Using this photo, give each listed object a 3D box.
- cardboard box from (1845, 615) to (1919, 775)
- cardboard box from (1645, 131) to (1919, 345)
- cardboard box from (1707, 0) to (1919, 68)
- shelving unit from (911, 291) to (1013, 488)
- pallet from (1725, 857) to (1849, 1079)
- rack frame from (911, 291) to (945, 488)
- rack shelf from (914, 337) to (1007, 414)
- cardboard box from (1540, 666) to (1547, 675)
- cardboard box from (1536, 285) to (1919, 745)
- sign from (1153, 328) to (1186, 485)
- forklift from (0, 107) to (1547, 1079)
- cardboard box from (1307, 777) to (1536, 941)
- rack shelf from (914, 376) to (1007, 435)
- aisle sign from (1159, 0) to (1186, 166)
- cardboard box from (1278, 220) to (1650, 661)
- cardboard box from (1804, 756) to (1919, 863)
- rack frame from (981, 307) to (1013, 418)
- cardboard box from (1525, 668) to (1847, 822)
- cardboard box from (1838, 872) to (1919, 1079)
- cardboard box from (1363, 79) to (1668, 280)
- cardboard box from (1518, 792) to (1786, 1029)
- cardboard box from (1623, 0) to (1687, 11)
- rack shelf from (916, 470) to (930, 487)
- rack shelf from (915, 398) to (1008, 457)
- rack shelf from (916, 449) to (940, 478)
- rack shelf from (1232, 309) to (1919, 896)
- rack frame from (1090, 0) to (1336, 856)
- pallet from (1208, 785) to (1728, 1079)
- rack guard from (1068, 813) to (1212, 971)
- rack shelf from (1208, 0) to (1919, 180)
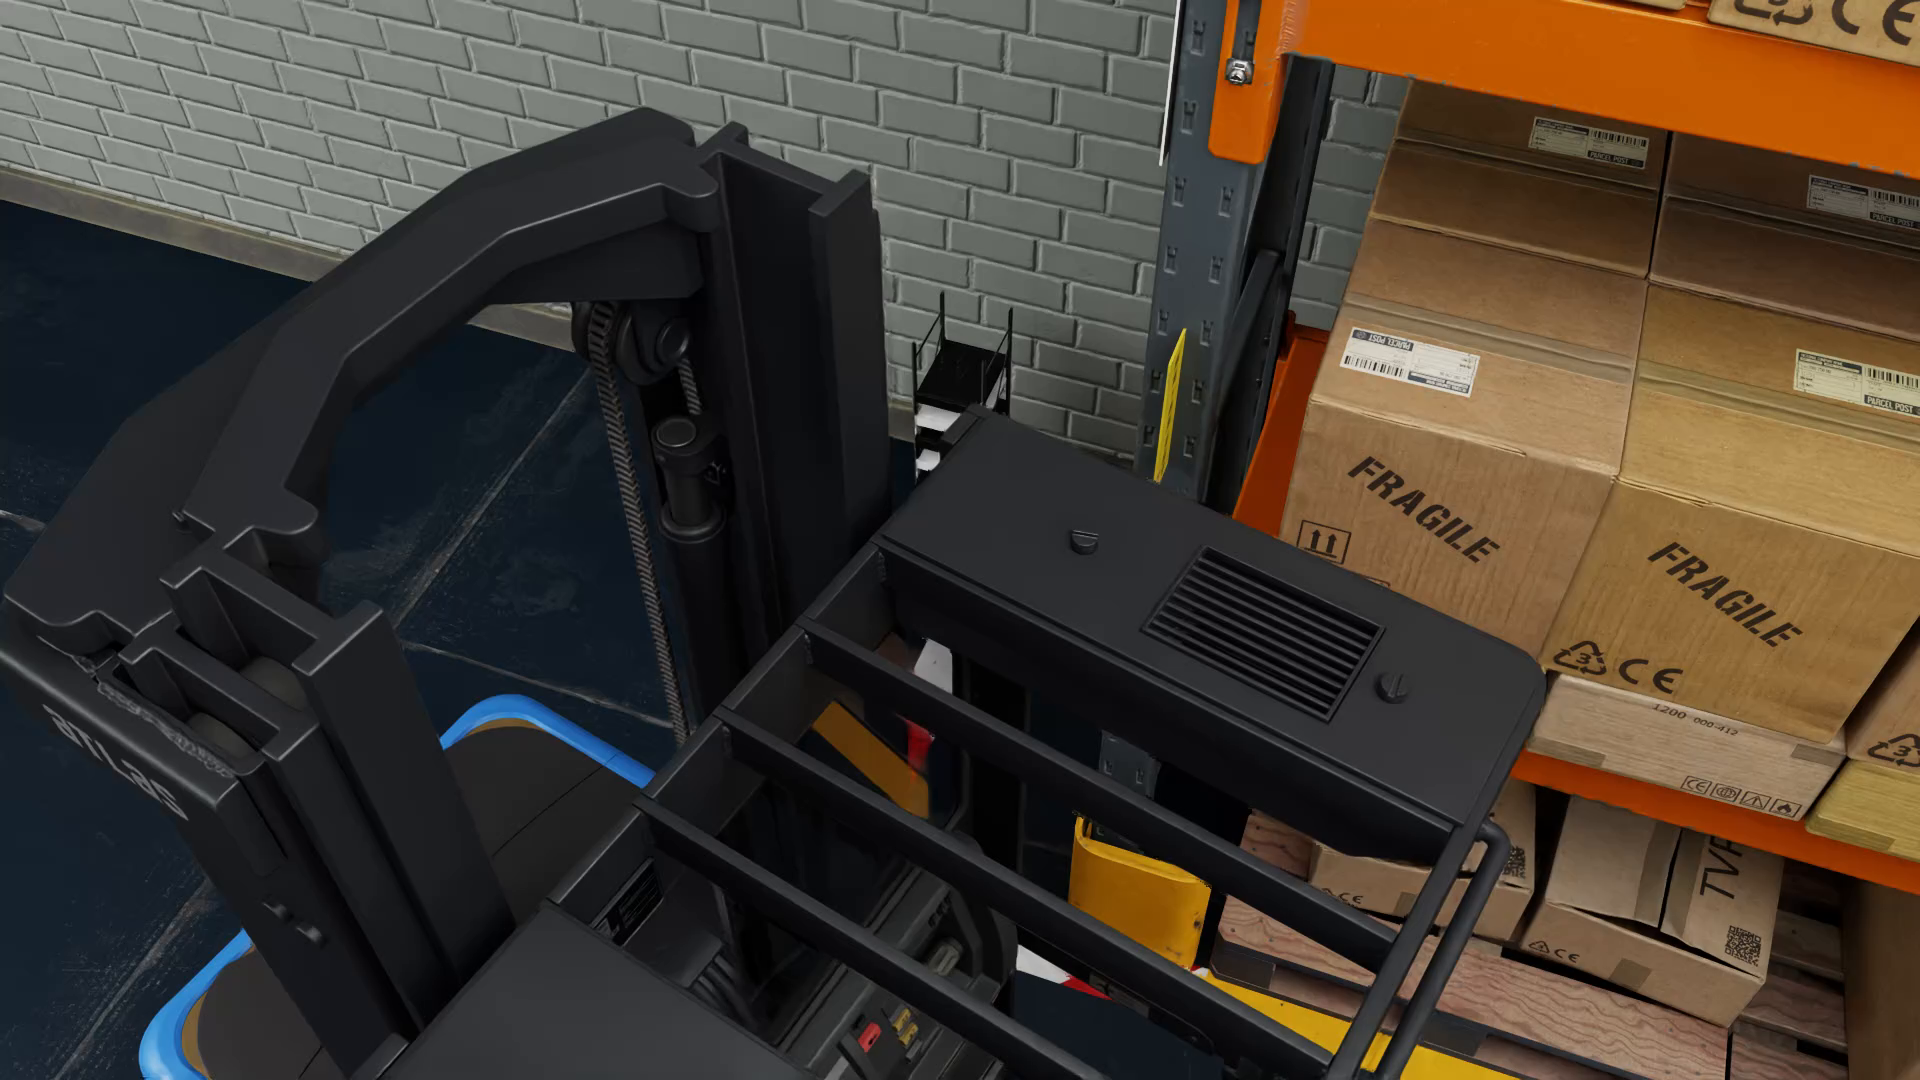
[{"bbox_3d":[1.836,0.093,2.774,0.500,0.500,0.500,14,51,12],"label":"cardboard box"},{"bbox_3d":[1.534,-0.409,3.210,0.500,0.500,0.500,16,51,14],"label":"cardboard box"},{"bbox_3d":[1.268,-0.909,1.988,0.500,0.500,0.500,19,52,16],"label":"cardboard box"},{"bbox_3d":[0.007,-0.293,4.908,0.210,0.900,0.258,16,51,13],"label":"shelving unit"},{"bbox_3d":[2.511,1.174,4.093,1.213,0.211,1.003,16,51,13],"label":"pallet"},{"bbox_3d":[-0.088,-0.319,4.931,0.006,0.900,0.240,16,51,13],"label":"rack frame"},{"bbox_3d":[0.007,-0.448,4.729,0.200,0.077,0.258,16,51,13],"label":"rack shelf"},{"bbox_3d":[0.897,0.078,3.284,0.500,0.250,0.500,14,51,12],"label":"cardboard box"},{"bbox_3d":[1.353,-0.046,2.895,0.500,0.500,0.500,16,51,13],"label":"cardboard box"},{"bbox_3d":[0.361,-0.217,2.880,0.005,0.325,0.100,16,51,13],"label":"sign"},{"bbox_3d":[-0.018,0.964,2.475,3.031,2.935,1.130,26,54,21],"label":"forklift"},{"bbox_3d":[1.167,0.664,4.178,0.500,0.311,0.500,10,50,9],"label":"cardboard box"},{"bbox_3d":[0.007,-0.389,4.797,0.200,0.077,0.258,16,51,13],"label":"rack shelf"},{"bbox_3d":[0.378,-0.976,2.390,0.004,0.787,0.394,16,51,13],"label":"aisle sign"},{"bbox_3d":[0.893,-0.183,3.013,0.500,0.500,0.500,16,51,13],"label":"cardboard box"},{"bbox_3d":[1.865,0.341,3.055,0.500,0.250,0.500,15,51,13],"label":"cardboard box"},{"bbox_3d":[0.103,-0.266,4.885,0.006,0.900,0.240,16,51,13],"label":"rack frame"},{"bbox_3d":[1.389,0.203,3.175,0.500,0.250,0.500,14,51,12],"label":"cardboard box"},{"bbox_3d":[2.373,0.979,3.780,0.500,0.500,0.700,13,50,11],"label":"cardboard box"},{"bbox_3d":[1.065,-0.548,3.330,0.500,0.500,0.500,15,51,13],"label":"cardboard box"},{"bbox_3d":[1.702,0.813,4.049,0.500,0.311,0.500,19,52,16],"label":"cardboard box"},{"bbox_3d":[0.776,-1.075,2.132,0.500,0.500,0.500,17,51,14],"label":"cardboard box"},{"bbox_3d":[0.007,-0.212,5.001,0.200,0.077,0.258,16,51,13],"label":"rack shelf"},{"bbox_3d":[0.007,-0.330,4.865,0.200,0.077,0.258,16,51,13],"label":"rack shelf"},{"bbox_3d":[0.007,-0.271,4.933,0.200,0.077,0.258,16,51,13],"label":"rack shelf"},{"bbox_3d":[2.425,0.441,3.358,4.000,0.370,1.077,16,51,13],"label":"rack shelf"},{"bbox_3d":[0.549,-0.318,3.541,0.127,3.000,1.000,16,51,13],"label":"rack frame"},{"bbox_3d":[1.370,0.853,4.371,1.213,0.211,1.003,16,51,13],"label":"pallet"},{"bbox_3d":[0.621,0.521,4.468,0.348,0.500,1.175,16,51,13],"label":"rack guard"},{"bbox_3d":[2.425,-0.541,2.225,4.000,0.370,1.077,16,51,13],"label":"rack shelf"}]
